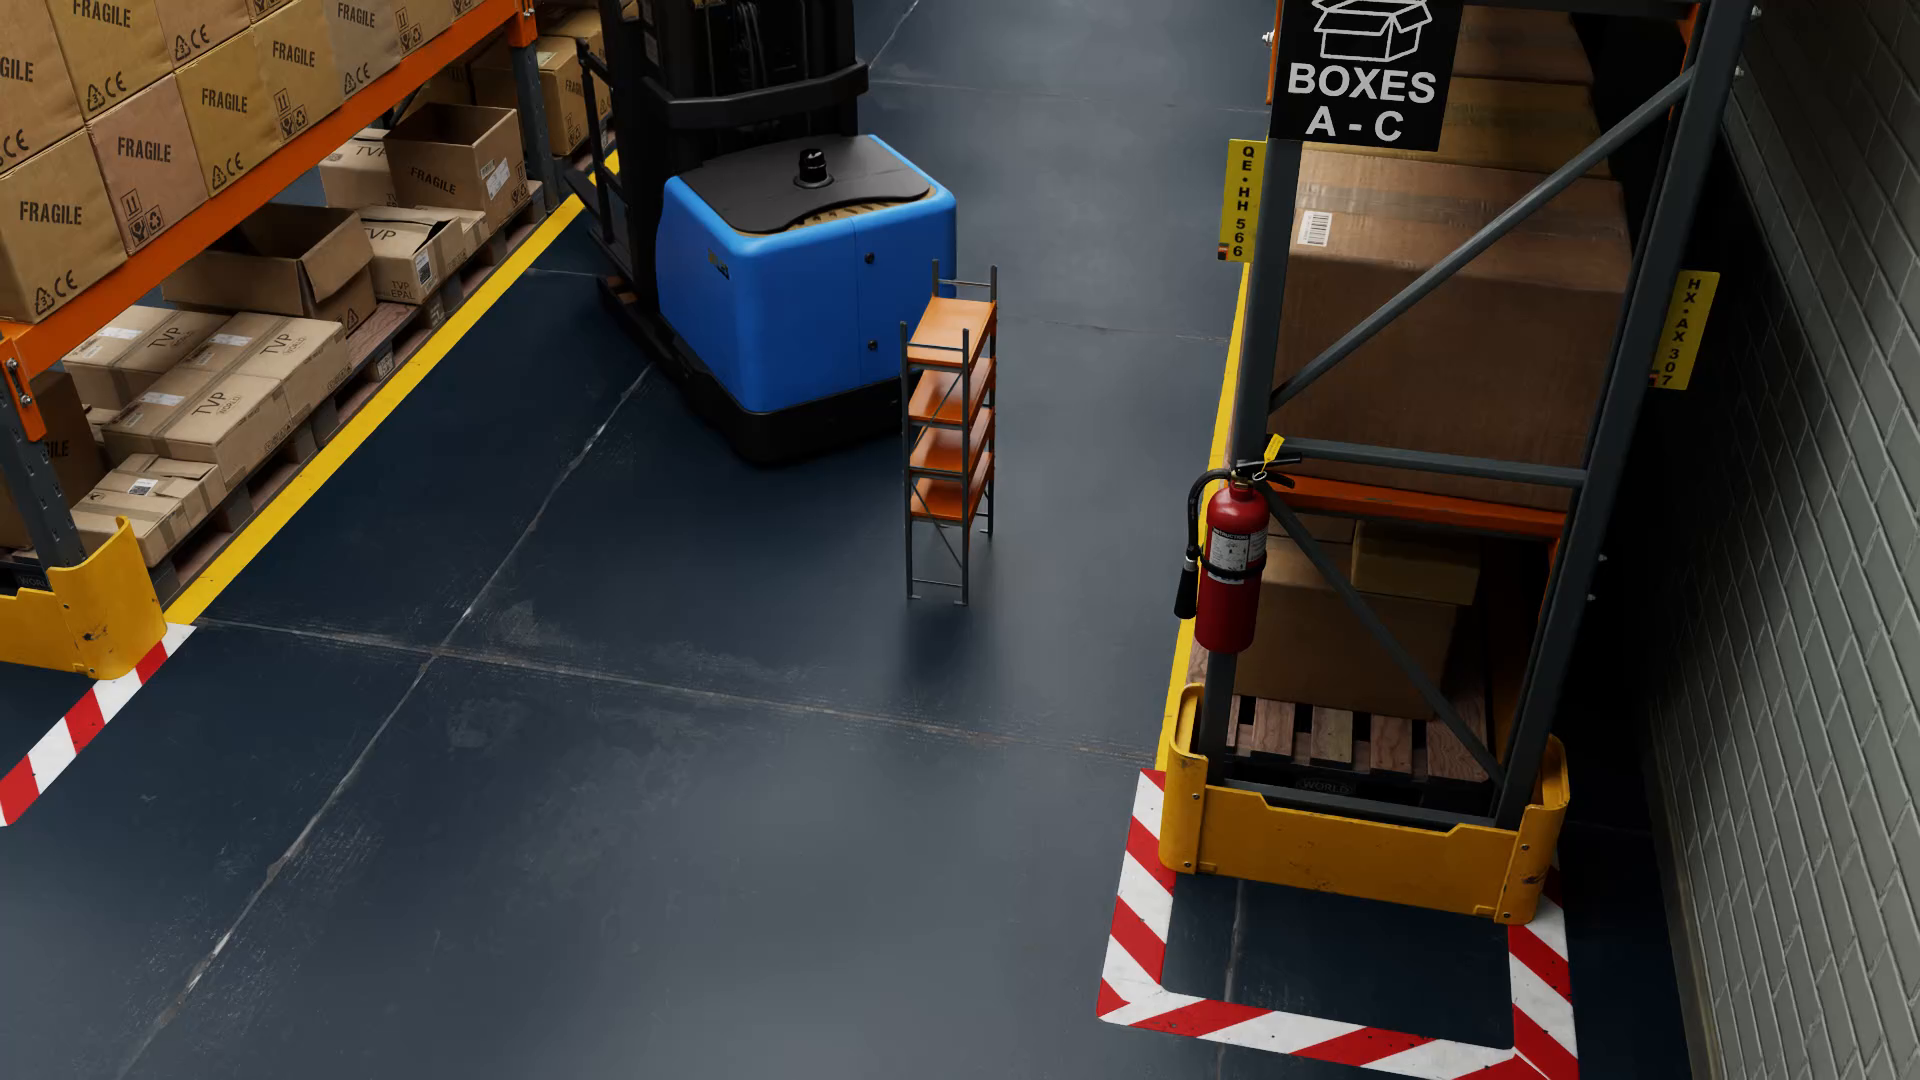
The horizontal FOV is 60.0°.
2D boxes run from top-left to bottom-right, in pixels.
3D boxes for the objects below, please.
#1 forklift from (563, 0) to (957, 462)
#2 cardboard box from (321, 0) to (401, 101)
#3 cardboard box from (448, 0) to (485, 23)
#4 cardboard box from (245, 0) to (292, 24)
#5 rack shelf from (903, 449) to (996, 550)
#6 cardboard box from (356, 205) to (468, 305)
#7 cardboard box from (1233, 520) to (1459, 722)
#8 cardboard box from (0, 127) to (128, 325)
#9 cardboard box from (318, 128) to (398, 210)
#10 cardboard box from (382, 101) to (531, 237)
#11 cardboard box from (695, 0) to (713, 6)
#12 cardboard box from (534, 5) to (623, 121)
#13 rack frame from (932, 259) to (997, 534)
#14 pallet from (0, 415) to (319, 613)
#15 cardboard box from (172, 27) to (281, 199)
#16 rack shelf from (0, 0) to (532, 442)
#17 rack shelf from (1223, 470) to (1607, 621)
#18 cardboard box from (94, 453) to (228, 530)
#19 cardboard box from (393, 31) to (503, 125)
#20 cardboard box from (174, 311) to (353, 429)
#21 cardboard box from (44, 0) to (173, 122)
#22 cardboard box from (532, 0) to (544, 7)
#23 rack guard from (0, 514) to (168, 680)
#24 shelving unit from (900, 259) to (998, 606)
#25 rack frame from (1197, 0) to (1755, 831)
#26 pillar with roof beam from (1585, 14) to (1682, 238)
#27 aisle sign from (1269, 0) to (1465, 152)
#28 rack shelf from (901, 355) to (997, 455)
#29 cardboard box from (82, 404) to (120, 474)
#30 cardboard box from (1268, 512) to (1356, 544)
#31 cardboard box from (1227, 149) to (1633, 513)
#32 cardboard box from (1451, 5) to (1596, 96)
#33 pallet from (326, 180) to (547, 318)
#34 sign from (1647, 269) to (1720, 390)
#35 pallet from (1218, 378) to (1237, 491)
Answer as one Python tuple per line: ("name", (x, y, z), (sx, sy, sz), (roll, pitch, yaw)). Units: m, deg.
("forklift", (-1.158, -2.363, 7.512), (1.130, 2.935, 3.031), (-18, 40, -23))
("cardboard box", (-2.820, -2.250, 7.213), (0.500, 0.500, 0.500), (8, 37, 11))
("cardboard box", (-2.603, -2.840, 8.027), (0.500, 0.500, 0.500), (8, 37, 11))
("cardboard box", (-2.926, -2.370, 6.527), (0.500, 0.500, 0.500), (7, 37, 10))
("rack shelf", (-0.035, -0.176, 6.423), (0.258, 0.148, 0.480), (7, 37, 10))
("cardboard box", (-2.752, -1.416, 8.063), (0.500, 0.311, 0.500), (7, 37, 10))
("cardboard box", (1.290, 0.222, 5.660), (0.700, 0.500, 0.500), (7, 37, 10))
("cardboard box", (-3.249, -1.087, 5.609), (0.500, 0.500, 0.500), (8, 37, 11))
("cardboard box", (-3.048, -1.994, 8.862), (0.500, 0.311, 0.500), (7, 37, 10))
("cardboard box", (-2.592, -1.922, 8.601), (0.500, 0.500, 0.500), (7, 37, 10))
("cardboard box", (-1.974, -3.715, 11.075), (0.500, 0.500, 0.500), (6, 36, 8))
("cardboard box", (-2.303, -2.838, 9.865), (0.500, 0.500, 0.500), (8, 37, 11))
("rack frame", (0.017, -0.531, 6.460), (0.240, 1.200, 0.015), (7, 37, 10))
("pallet", (-3.416, -0.197, 6.842), (1.003, 0.211, 1.213), (7, 37, 10))
("cardboard box", (-3.034, -1.671, 6.414), (0.500, 0.500, 0.500), (7, 37, 10))
("rack shelf", (-3.175, -1.680, 7.126), (1.077, 0.370, 4.000), (7, 37, 10))
("rack shelf", (1.666, -1.062, 6.272), (1.077, 0.370, 4.000), (7, 37, 10))
("cardboard box", (-3.123, -0.196, 6.504), (0.380, 0.166, 0.250), (7, 37, 10))
("cardboard box", (-2.922, -2.603, 9.541), (0.500, 0.500, 0.500), (7, 37, 10))
("cardboard box", (-2.995, -0.739, 7.182), (0.500, 0.250, 0.500), (7, 37, 10))
("cardboard box", (-3.145, -1.792, 5.730), (0.500, 0.500, 0.500), (8, 37, 10))
("cardboard box", (-2.701, -3.173, 10.327), (0.500, 0.500, 0.500), (8, 37, 11))
("rack guard", (-3.586, 0.143, 6.126), (1.175, 0.500, 0.348), (7, 37, 10))
("shelving unit", (-0.035, -0.391, 6.267), (0.258, 1.200, 0.503), (7, 37, 10))
("rack frame", (1.238, -0.206, 4.479), (1.000, 3.000, 0.127), (7, 37, 10))
("pillar with roof beam", (-1.417, -4.959, 5.923), (9.100, 9.000, 0.400), (7, 37, 10))
("aisle sign", (0.930, -1.255, 3.711), (0.394, 0.787, 0.004), (7, 37, 10))
("rack shelf", (-0.035, -0.518, 6.175), (0.258, 0.148, 0.480), (7, 37, 10))
("cardboard box", (-3.552, -0.420, 6.812), (0.380, 0.166, 0.250), (7, 37, 10))
("cardboard box", (1.140, -0.137, 5.603), (0.380, 0.149, 0.250), (7, 37, 9))
("cardboard box", (1.338, -0.621, 4.796), (0.980, 0.700, 0.700), (9, 37, 12))
("cardboard box", (1.654, -1.476, 5.975), (0.980, 0.700, 0.700), (6, 36, 8))
("pallet", (-2.895, -1.596, 8.772), (1.003, 0.211, 1.213), (7, 37, 10))
("sign", (1.779, -0.516, 4.101), (0.100, 0.325, 0.005), (7, 37, 10))
("pallet", (1.595, -0.243, 6.905), (1.003, 0.211, 1.213), (7, 37, 10))
